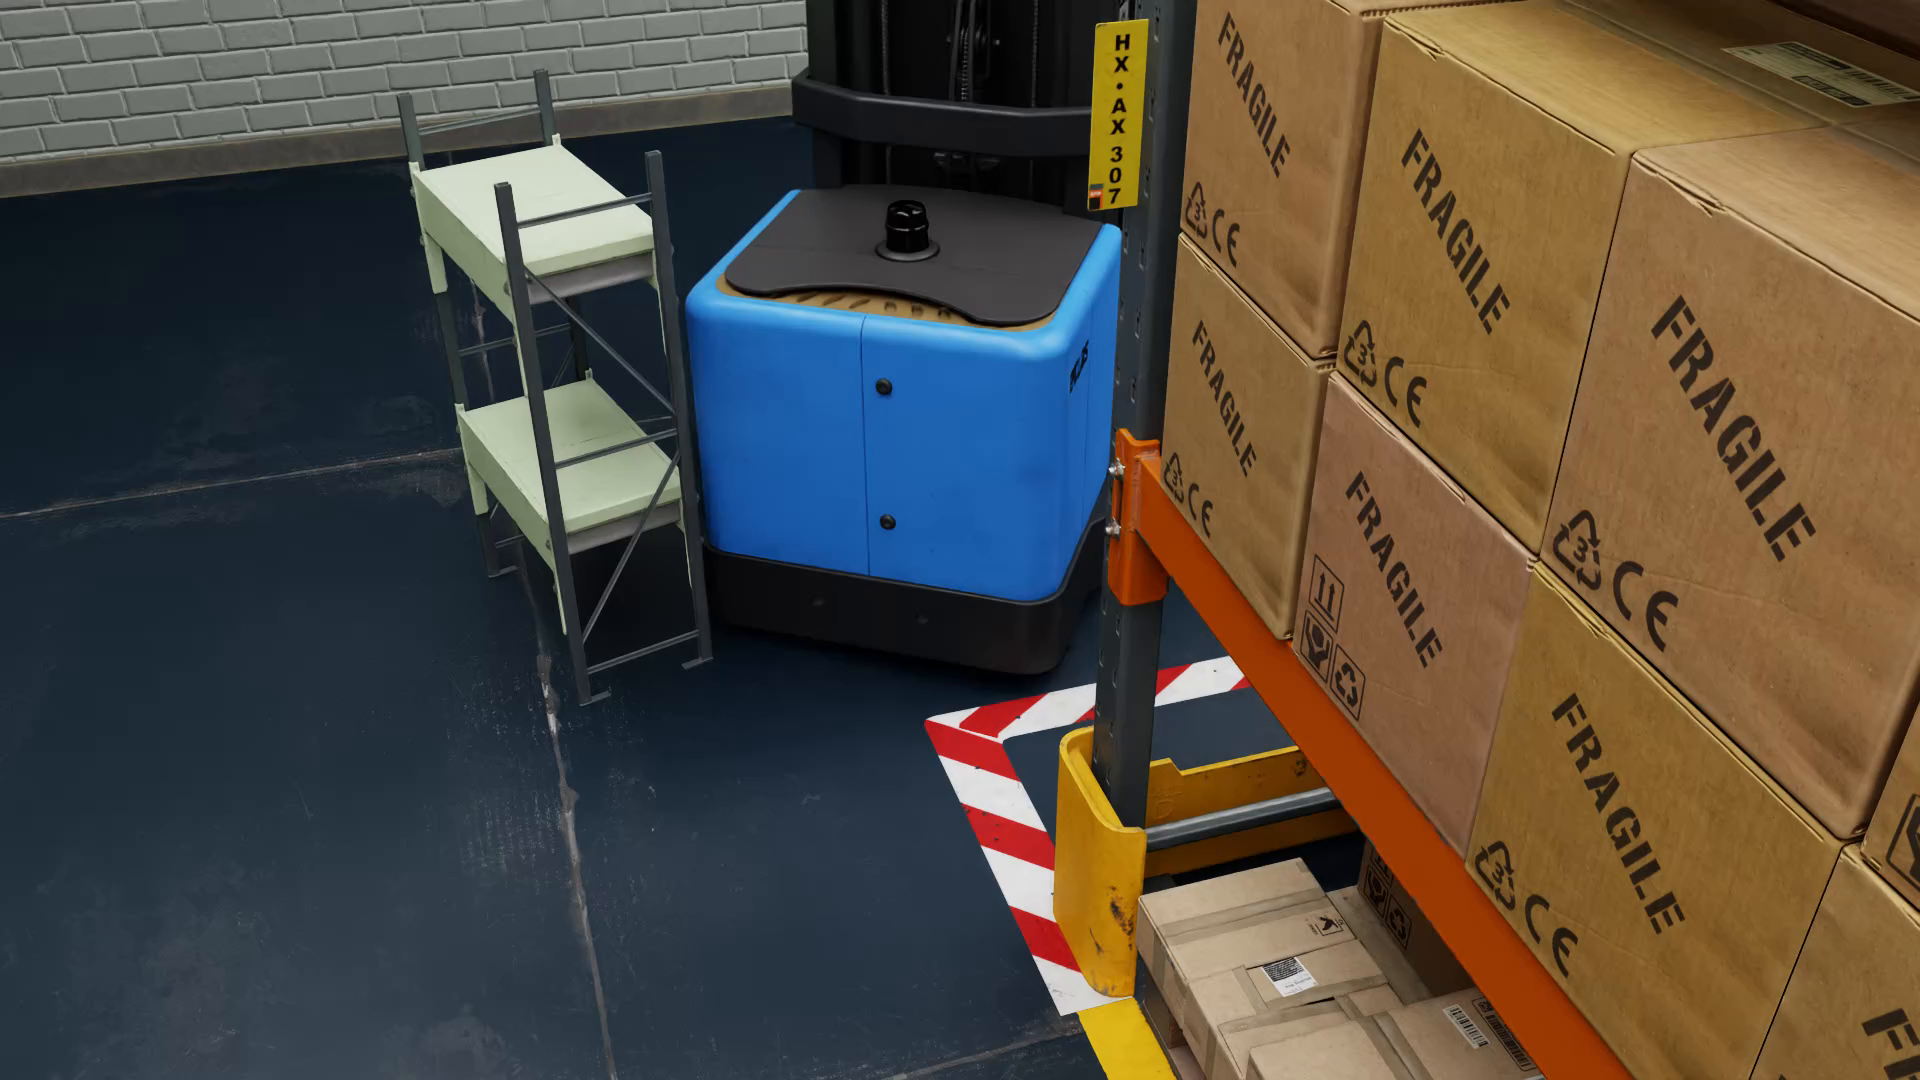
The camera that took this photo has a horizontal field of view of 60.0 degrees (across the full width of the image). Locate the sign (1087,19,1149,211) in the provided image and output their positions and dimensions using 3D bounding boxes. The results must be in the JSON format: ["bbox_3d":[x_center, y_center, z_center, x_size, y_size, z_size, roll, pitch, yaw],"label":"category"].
[{"bbox_3d":[0.271,-0.720,2.833,0.100,0.325,0.005,-10,35,-15],"label":"sign"}]

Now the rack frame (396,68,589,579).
[{"bbox_3d":[-1.270,-0.570,4.751,0.400,1.500,0.023,-19,38,-27],"label":"rack frame"}]

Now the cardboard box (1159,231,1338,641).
[{"bbox_3d":[0.672,-0.214,2.763,0.500,0.500,0.500,-9,35,-14],"label":"cardboard box"}]

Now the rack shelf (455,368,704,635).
[{"bbox_3d":[-1.073,-0.128,4.674,0.431,0.370,0.720,-19,38,-27],"label":"rack shelf"}]

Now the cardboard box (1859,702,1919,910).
[{"bbox_3d":[1.143,0.172,1.272,0.500,0.500,0.500,-10,35,-15],"label":"cardboard box"}]

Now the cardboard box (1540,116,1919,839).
[{"bbox_3d":[0.987,-0.095,1.675,0.500,0.500,0.500,-10,35,-14],"label":"cardboard box"}]

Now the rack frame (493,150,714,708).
[{"bbox_3d":[-0.876,-0.229,4.237,0.400,1.500,0.023,-19,38,-27],"label":"rack frame"}]

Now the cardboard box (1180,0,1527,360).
[{"bbox_3d":[0.672,-0.632,2.487,0.500,0.500,0.500,-9,35,-13],"label":"cardboard box"}]

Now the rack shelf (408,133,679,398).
[{"bbox_3d":[-1.073,-0.725,4.279,0.431,0.370,0.720,-19,38,-27],"label":"rack shelf"}]

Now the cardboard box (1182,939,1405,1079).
[{"bbox_3d":[0.665,0.957,3.251,0.380,0.166,0.250,-10,35,-15],"label":"cardboard box"}]

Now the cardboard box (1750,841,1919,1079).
[{"bbox_3d":[1.136,0.582,1.557,0.500,0.500,0.500,-10,35,-14],"label":"cardboard box"}]

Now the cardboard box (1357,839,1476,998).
[{"bbox_3d":[1.188,0.653,3.409,0.500,0.500,0.500,-10,35,-15],"label":"cardboard box"}]

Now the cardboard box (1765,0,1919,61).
[{"bbox_3d":[1.340,-0.456,2.222,0.500,0.500,0.500,-9,35,-13],"label":"cardboard box"}]

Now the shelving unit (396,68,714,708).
[{"bbox_3d":[-1.073,-0.400,4.494,0.431,1.500,0.755,-19,38,-27],"label":"shelving unit"}]

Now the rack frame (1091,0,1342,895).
[{"bbox_3d":[0.788,-0.450,3.210,1.000,3.000,0.127,-10,35,-15],"label":"rack frame"}]

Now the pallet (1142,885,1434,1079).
[{"bbox_3d":[1.055,1.172,3.285,1.003,0.211,1.213,-10,35,-15],"label":"pallet"}]

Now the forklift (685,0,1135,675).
[{"bbox_3d":[0.170,-1.660,5.103,1.130,2.935,3.031,9,35,13],"label":"forklift"}]

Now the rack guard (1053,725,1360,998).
[{"bbox_3d":[0.811,0.633,3.839,1.175,0.500,0.348,-10,35,-15],"label":"rack guard"}]

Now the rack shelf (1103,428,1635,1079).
[{"bbox_3d":[1.398,0.900,1.819,1.077,0.370,4.000,-10,35,-15],"label":"rack shelf"}]

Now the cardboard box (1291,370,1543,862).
[{"bbox_3d":[0.835,0.056,2.354,0.500,0.500,0.500,-10,35,-15],"label":"cardboard box"}]

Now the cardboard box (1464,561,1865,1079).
[{"bbox_3d":[0.985,0.320,1.955,0.500,0.500,0.500,-10,35,-15],"label":"cardboard box"}]

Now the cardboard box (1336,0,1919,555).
[{"bbox_3d":[0.839,-0.358,2.074,0.500,0.500,0.500,-10,35,-14],"label":"cardboard box"}]

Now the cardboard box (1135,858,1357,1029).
[{"bbox_3d":[0.588,0.834,3.455,0.380,0.149,0.250,-10,35,-15],"label":"cardboard box"}]

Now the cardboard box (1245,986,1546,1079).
[{"bbox_3d":[0.836,1.109,2.945,0.500,0.250,0.500,-10,35,-15],"label":"cardboard box"}]
